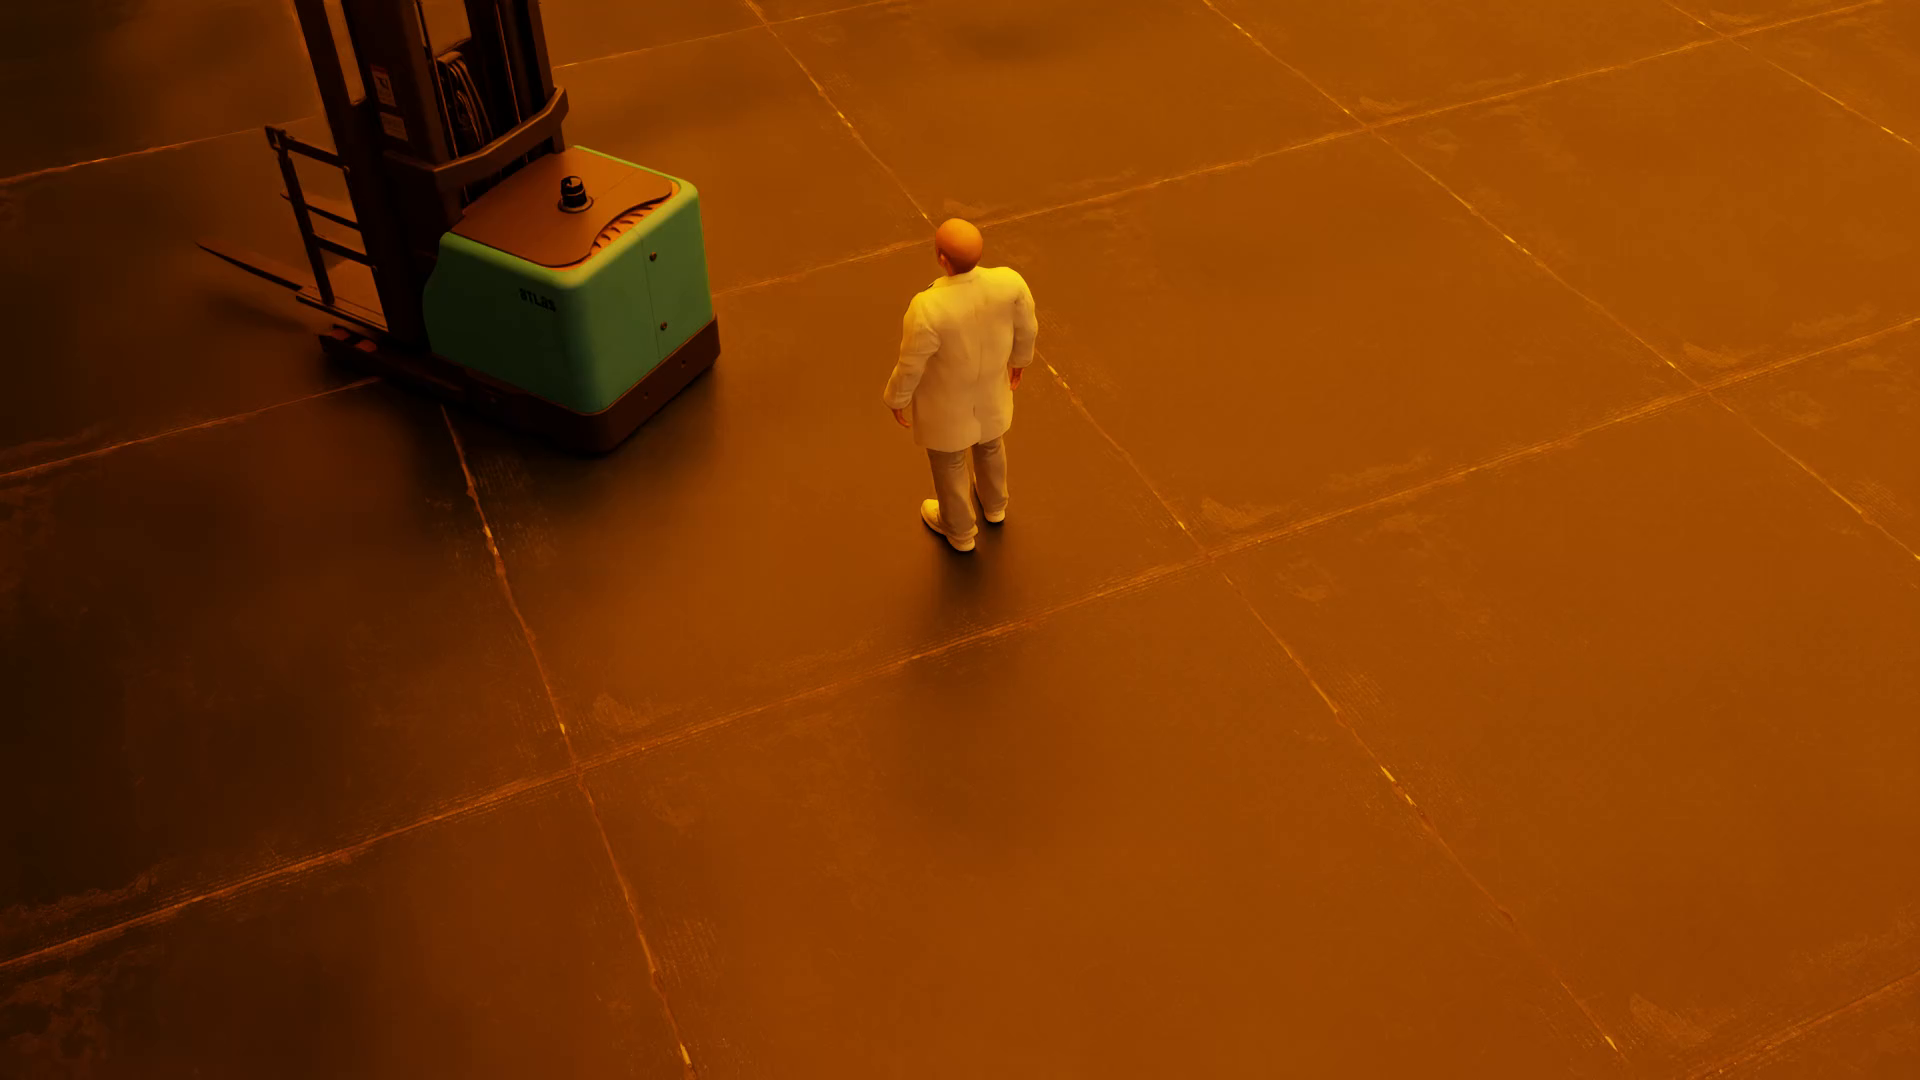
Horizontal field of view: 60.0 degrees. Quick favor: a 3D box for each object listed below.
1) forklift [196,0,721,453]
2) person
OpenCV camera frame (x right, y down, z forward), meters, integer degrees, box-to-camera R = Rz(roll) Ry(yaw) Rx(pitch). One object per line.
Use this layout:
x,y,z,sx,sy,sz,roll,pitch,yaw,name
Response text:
-2.797,-2.250,8.091,3.031,2.935,1.130,22,47,22,forklift
-0.035,-0.713,7.279,0.696,1.778,0.578,-18,46,-18,person
